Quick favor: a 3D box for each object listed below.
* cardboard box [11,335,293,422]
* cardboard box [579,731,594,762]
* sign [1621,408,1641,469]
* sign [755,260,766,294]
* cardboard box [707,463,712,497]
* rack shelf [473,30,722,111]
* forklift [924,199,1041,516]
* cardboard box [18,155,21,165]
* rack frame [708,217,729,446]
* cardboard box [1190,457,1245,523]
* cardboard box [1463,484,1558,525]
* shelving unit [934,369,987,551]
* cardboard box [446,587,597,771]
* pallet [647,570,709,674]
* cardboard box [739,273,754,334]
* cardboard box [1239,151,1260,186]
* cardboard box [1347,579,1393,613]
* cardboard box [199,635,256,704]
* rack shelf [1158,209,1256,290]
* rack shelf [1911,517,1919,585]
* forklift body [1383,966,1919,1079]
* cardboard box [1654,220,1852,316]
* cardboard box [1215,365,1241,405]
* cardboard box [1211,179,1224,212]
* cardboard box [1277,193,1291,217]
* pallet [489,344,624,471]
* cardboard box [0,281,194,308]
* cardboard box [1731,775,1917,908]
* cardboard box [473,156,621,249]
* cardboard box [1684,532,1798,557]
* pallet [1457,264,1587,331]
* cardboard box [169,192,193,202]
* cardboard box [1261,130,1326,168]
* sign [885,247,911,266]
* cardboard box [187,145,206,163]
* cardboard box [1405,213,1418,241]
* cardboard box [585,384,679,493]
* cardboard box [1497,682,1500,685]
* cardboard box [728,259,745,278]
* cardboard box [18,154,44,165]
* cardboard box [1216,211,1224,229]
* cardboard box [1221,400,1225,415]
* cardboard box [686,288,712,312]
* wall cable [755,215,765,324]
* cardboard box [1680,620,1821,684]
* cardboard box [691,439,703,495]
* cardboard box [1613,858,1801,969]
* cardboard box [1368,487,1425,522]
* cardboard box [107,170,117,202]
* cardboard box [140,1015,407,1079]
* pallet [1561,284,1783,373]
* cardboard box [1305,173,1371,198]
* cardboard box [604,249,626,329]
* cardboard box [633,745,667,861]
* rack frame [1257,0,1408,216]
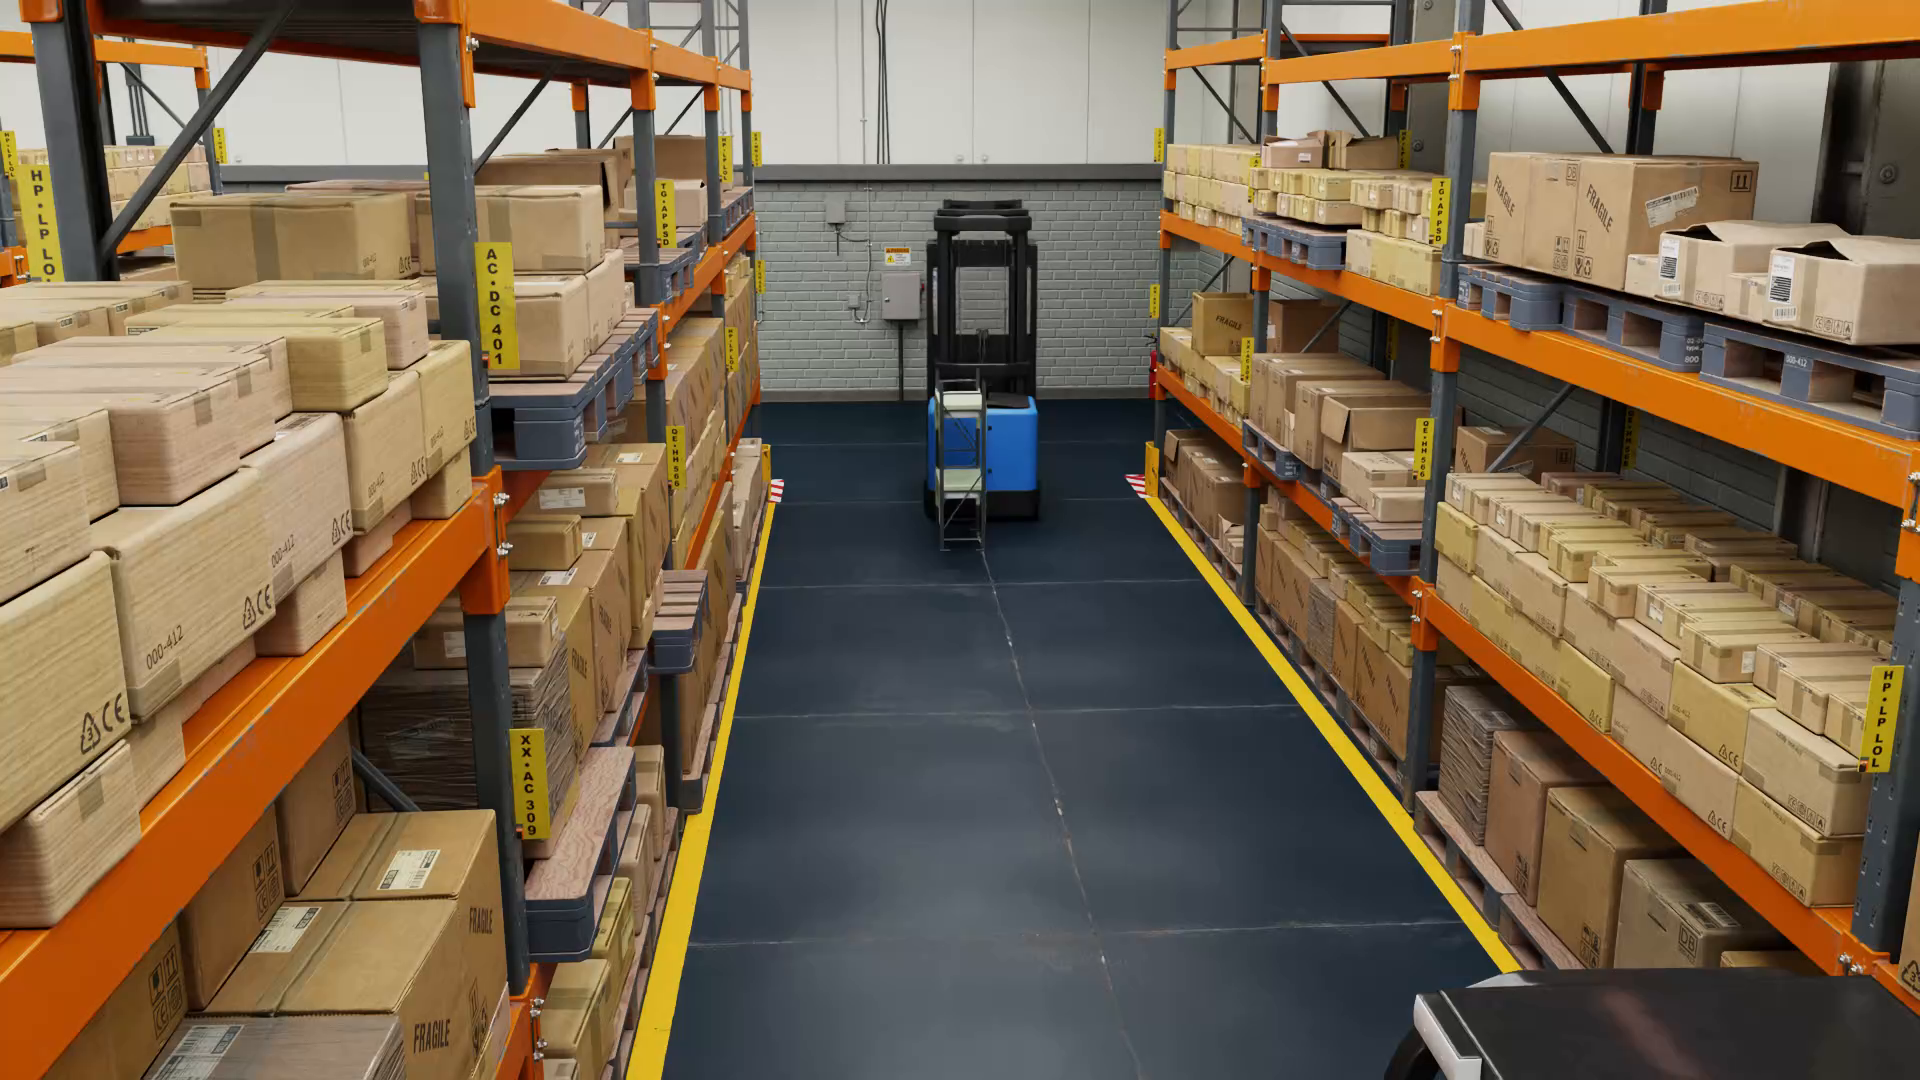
[{"bbox_3d":[-1.423,-0.273,2.953,0.380,0.149,0.250,-1,14,-5],"label":"cardboard box"},{"bbox_3d":[-1.534,0.689,5.989,0.380,0.149,0.250,-1,14,-3],"label":"cardboard box"},{"bbox_3d":[3.519,-0.533,8.754,0.100,0.325,0.005,-1,14,-3],"label":"sign"},{"bbox_3d":[-1.942,-2.555,16.139,0.100,0.325,0.005,-1,14,-3],"label":"sign"},{"bbox_3d":[-1.914,-0.447,11.046,0.500,0.250,0.500,-1,14,-5],"label":"cardboard box"},{"bbox_3d":[-2.112,-2.746,9.886,1.077,0.370,4.000,-1,14,-3],"label":"rack shelf"},{"bbox_3d":[0.215,-1.955,16.742,1.130,2.935,3.031,0,14,0],"label":"forklift"},{"bbox_3d":[-6.947,-2.670,11.861,0.380,0.149,0.250,-1,14,-4],"label":"cardboard box"},{"bbox_3d":[-2.236,-0.880,12.427,1.000,3.000,0.127,-1,14,-3],"label":"rack frame"},{"bbox_3d":[2.360,-0.445,14.912,0.500,0.500,0.500,-1,14,-2],"label":"cardboard box"},{"bbox_3d":[2.709,-0.175,8.185,0.380,0.149,0.250,-1,14,-2],"label":"cardboard box"},{"bbox_3d":[0.000,-0.725,14.833,0.431,1.500,0.755,-1,14,-3],"label":"shelving unit"},{"bbox_3d":[-1.515,0.468,5.547,0.500,0.500,0.500,-1,14,-3],"label":"cardboard box"},{"bbox_3d":[-1.838,0.383,7.902,1.213,0.211,1.003,-1,14,-3],"label":"pallet"},{"bbox_3d":[-2.155,-2.162,15.201,0.500,0.500,0.500,-1,14,-3],"label":"cardboard box"},{"bbox_3d":[2.446,-2.846,12.748,0.500,0.250,0.500,-1,14,-3],"label":"cardboard box"},{"bbox_3d":[2.675,0.349,10.521,0.380,0.149,0.250,-1,14,-4],"label":"cardboard box"},{"bbox_3d":[-1.435,0.174,2.814,0.380,0.149,0.250,-1,14,-2],"label":"cardboard box"},{"bbox_3d":[2.594,-2.559,14.378,1.077,0.370,4.000,-1,14,-3],"label":"rack shelf"},{"bbox_3d":[3.337,0.425,2.779,1.077,0.370,4.000,-1,14,-3],"label":"rack shelf"},{"bbox_3d":[1.523,1.994,2.959,2.313,2.155,1.214,-1,14,-3],"label":"forklift body"},{"bbox_3d":[2.878,-0.997,5.995,0.500,0.311,0.500,-1,14,-5],"label":"cardboard box"},{"bbox_3d":[2.397,-1.276,13.671,0.500,0.250,0.500,-1,14,-3],"label":"cardboard box"},{"bbox_3d":[2.375,-2.855,13.785,0.500,0.250,0.500,-1,14,-2],"label":"cardboard box"},{"bbox_3d":[2.365,-2.269,11.268,0.380,0.149,0.250,-1,14,-3],"label":"cardboard box"},{"bbox_3d":[-1.672,-0.407,4.947,1.213,0.211,1.003,-1,14,-3],"label":"pallet"},{"bbox_3d":[-2.047,-0.524,3.929,0.380,0.149,0.250,-1,14,-4],"label":"cardboard box"},{"bbox_3d":[2.921,0.983,5.486,0.500,0.250,0.500,-1,14,-2],"label":"cardboard box"},{"bbox_3d":[-2.239,-1.833,9.068,0.700,0.500,0.500,-2,15,-6],"label":"cardboard box"},{"bbox_3d":[3.393,0.068,7.240,0.380,0.149,0.250,-1,14,-4],"label":"cardboard box"},{"bbox_3d":[3.097,-1.157,7.861,1.213,0.211,1.003,0,14,-1],"label":"pallet"},{"bbox_3d":[-7.087,-2.918,14.627,0.500,0.250,0.500,-1,14,-3],"label":"cardboard box"},{"bbox_3d":[2.388,-2.805,11.921,0.396,0.266,0.258,-1,14,-4],"label":"cardboard box"},{"bbox_3d":[-0.819,-3.724,21.822,0.339,0.242,0.001,-1,14,-3],"label":"sign"},{"bbox_3d":[-7.104,-3.510,15.128,0.380,0.149,0.250,-1,14,-4],"label":"cardboard box"},{"bbox_3d":[2.716,-1.751,9.293,0.380,0.149,0.250,-1,14,-2],"label":"cardboard box"},{"bbox_3d":[-1.775,-0.544,8.915,0.500,0.500,0.500,-1,14,-5],"label":"cardboard box"},{"bbox_3d":[3.219,0.935,9.546,0.500,0.500,0.500,0,14,-1],"label":"cardboard box"},{"bbox_3d":[-2.148,-2.447,15.006,0.380,0.149,0.250,-1,14,-2],"label":"cardboard box"},{"bbox_3d":[-6.930,-2.738,12.126,0.380,0.149,0.250,-2,15,-6],"label":"cardboard box"},{"bbox_3d":[2.361,-2.692,13.954,0.380,0.149,0.250,-1,14,-3],"label":"cardboard box"},{"bbox_3d":[2.379,-1.106,13.808,0.380,0.149,0.250,-1,14,-2],"label":"cardboard box"},{"bbox_3d":[-1.997,-1.809,12.530,0.380,0.149,0.250,-1,14,-4],"label":"cardboard box"},{"bbox_3d":[-2.857,-3.784,21.612,0.585,1.953,0.123,-1,14,-3],"label":"wall cable"},{"bbox_3d":[2.825,0.399,5.954,0.380,0.149,0.250,-1,14,-5],"label":"cardboard box"},{"bbox_3d":[-1.823,-0.437,10.004,0.500,0.250,0.500,-1,14,-4],"label":"cardboard box"},{"bbox_3d":[3.129,1.656,6.494,0.875,0.625,0.625,-1,14,-4],"label":"cardboard box"},{"bbox_3d":[2.542,-0.202,9.453,0.380,0.149,0.250,-1,14,-2],"label":"cardboard box"},{"bbox_3d":[-7.004,-2.773,13.064,0.500,0.250,0.500,-1,14,-2],"label":"cardboard box"},{"bbox_3d":[-1.389,1.281,3.232,0.500,0.500,0.500,0,14,-2],"label":"cardboard box"},{"bbox_3d":[3.169,-0.879,6.781,1.003,0.211,1.213,0,14,-1],"label":"pallet"},{"bbox_3d":[2.447,-2.284,10.728,0.380,0.149,0.250,-1,14,-3],"label":"cardboard box"},{"bbox_3d":[-1.462,-0.876,5.851,0.500,0.250,0.500,-1,14,-4],"label":"cardboard box"},{"bbox_3d":[-1.963,1.325,8.289,0.950,0.372,0.625,-2,15,-7],"label":"cardboard box"},{"bbox_3d":[2.718,-3.863,11.981,1.000,3.000,0.127,-1,14,-3],"label":"rack frame"}]
